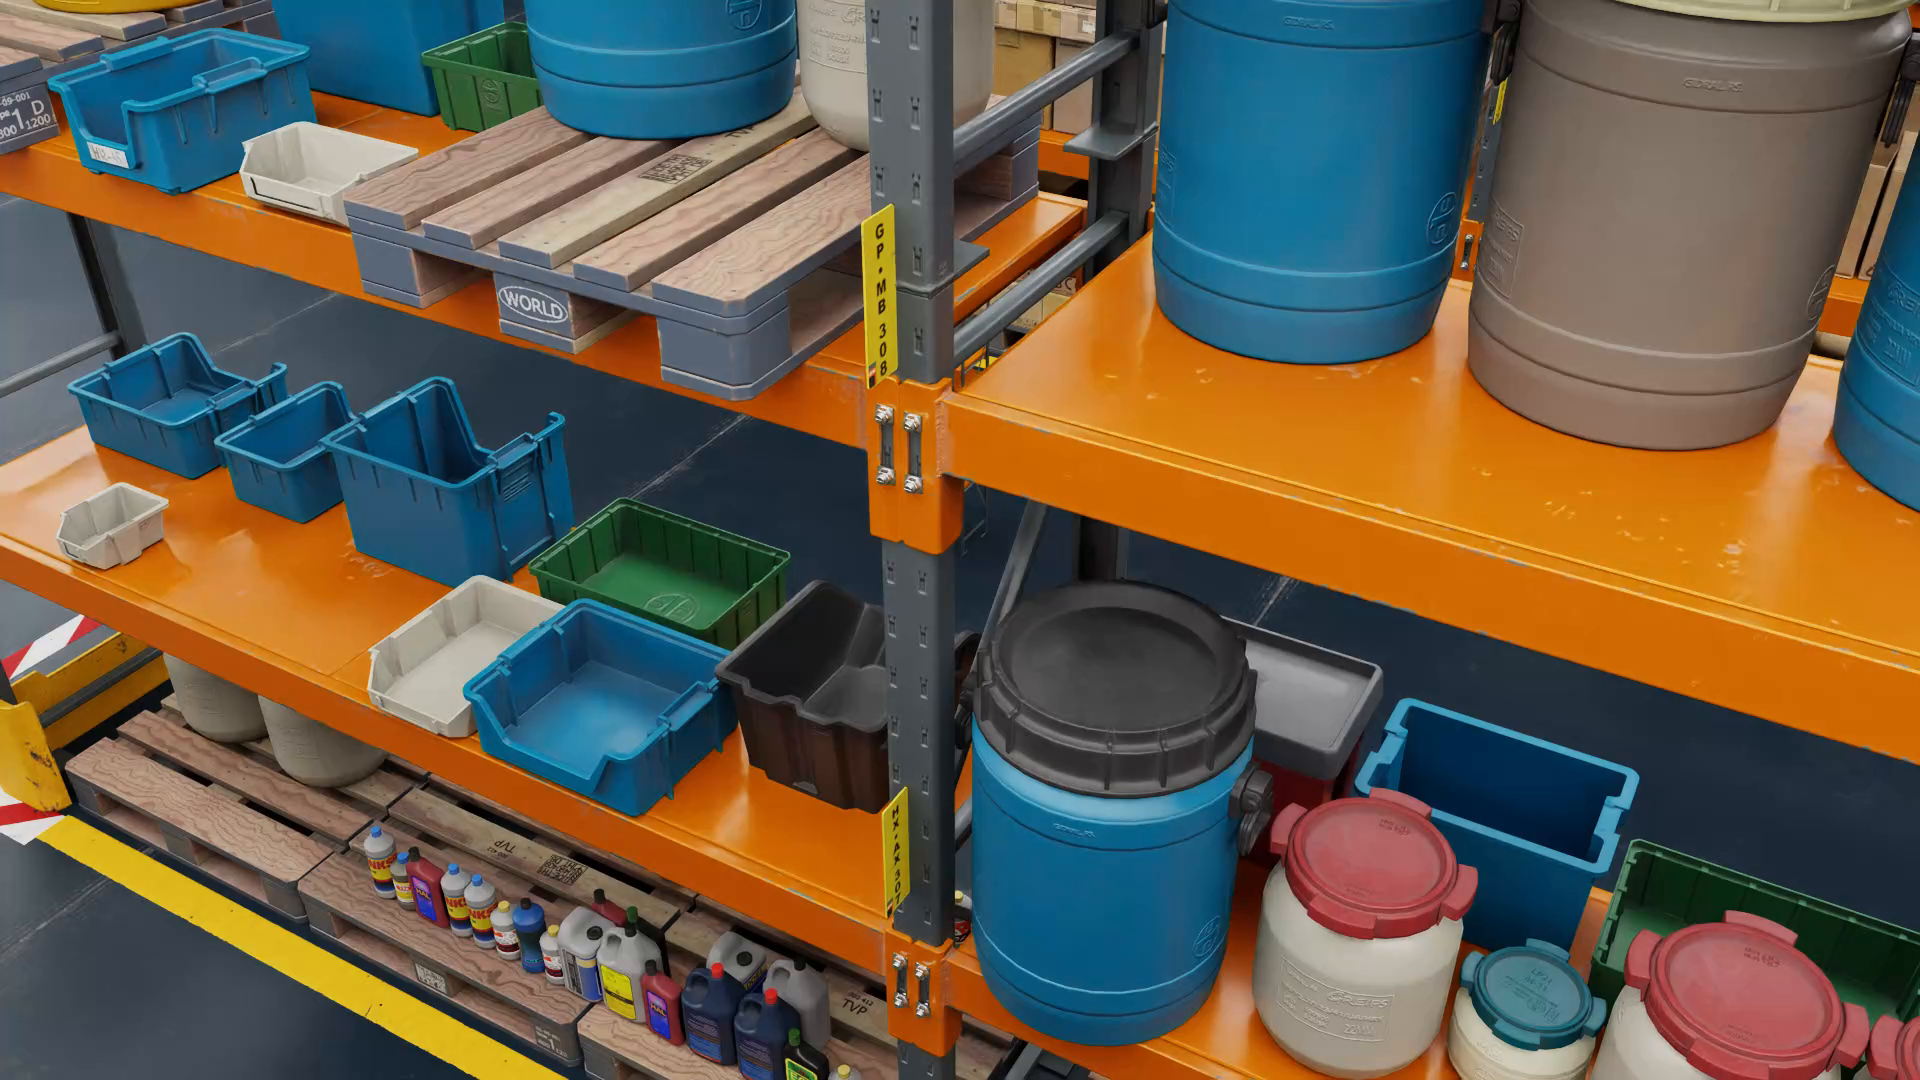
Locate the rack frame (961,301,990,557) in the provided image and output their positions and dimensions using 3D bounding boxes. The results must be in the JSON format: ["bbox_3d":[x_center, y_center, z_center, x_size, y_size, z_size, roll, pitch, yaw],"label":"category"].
[{"bbox_3d":[0.067,-0.478,7.386,0.006,1.200,0.240,18,37,24],"label":"rack frame"}]

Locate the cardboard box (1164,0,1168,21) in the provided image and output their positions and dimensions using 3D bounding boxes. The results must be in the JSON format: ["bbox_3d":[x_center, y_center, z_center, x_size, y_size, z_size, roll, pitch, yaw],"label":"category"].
[{"bbox_3d":[1.338,-2.802,7.990,0.500,0.500,0.700,18,37,24],"label":"cardboard box"}]

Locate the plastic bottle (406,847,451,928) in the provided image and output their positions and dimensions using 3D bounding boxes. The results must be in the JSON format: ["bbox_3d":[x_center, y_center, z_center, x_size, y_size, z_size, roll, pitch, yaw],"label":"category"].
[{"bbox_3d":[-1.726,1.125,5.408,0.133,0.283,0.061,18,38,25],"label":"plastic bottle"}]

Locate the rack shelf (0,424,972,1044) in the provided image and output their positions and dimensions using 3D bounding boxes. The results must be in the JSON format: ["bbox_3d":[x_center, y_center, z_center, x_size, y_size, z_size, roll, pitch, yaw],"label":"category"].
[{"bbox_3d":[-1.597,0.307,5.231,4.000,0.370,1.077,18,37,24],"label":"rack shelf"}]

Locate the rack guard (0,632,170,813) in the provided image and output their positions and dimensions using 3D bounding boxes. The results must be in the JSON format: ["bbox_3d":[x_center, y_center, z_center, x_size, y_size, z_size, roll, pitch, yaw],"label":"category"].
[{"bbox_3d":[-3.244,0.497,6.553,0.348,0.500,1.175,18,37,24],"label":"rack guard"}]

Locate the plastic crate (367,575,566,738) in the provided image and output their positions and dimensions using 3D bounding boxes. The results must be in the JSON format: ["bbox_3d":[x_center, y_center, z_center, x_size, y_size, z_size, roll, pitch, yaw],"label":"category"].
[{"bbox_3d":[-1.396,0.343,4.766,0.437,0.136,0.530,18,37,24],"label":"plastic crate"}]

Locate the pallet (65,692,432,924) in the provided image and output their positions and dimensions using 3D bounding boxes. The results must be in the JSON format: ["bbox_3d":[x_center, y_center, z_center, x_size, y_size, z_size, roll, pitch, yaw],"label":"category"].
[{"bbox_3d":[-2.541,0.843,6.294,1.213,0.211,1.003,18,37,24],"label":"pallet"}]

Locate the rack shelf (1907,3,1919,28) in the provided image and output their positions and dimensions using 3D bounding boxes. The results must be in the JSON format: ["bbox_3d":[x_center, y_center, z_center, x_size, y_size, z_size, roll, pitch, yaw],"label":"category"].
[{"bbox_3d":[6.792,-3.360,10.739,4.000,0.370,1.077,18,37,24],"label":"rack shelf"}]

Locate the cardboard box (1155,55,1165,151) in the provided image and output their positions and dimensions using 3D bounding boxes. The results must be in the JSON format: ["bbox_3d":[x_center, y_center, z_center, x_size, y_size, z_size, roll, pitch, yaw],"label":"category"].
[{"bbox_3d":[1.317,-2.267,8.358,0.500,0.500,0.700,18,38,25],"label":"cardboard box"}]

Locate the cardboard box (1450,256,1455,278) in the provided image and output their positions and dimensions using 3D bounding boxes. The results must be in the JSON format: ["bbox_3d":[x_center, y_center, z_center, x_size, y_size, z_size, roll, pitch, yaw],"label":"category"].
[{"bbox_3d":[2.353,-1.445,8.639,0.500,0.500,0.500,18,37,24],"label":"cardboard box"}]

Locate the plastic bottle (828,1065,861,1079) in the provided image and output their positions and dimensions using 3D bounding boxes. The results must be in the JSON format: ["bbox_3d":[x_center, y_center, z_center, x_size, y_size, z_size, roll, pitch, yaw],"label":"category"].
[{"bbox_3d":[-0.330,1.590,4.784,0.097,0.201,0.097,0,34,0],"label":"plastic bottle"}]

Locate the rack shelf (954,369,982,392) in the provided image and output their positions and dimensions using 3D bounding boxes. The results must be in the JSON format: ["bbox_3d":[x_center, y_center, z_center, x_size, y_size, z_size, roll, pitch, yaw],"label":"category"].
[{"bbox_3d":[-0.013,-0.666,7.315,0.180,0.103,0.258,18,37,24],"label":"rack shelf"}]

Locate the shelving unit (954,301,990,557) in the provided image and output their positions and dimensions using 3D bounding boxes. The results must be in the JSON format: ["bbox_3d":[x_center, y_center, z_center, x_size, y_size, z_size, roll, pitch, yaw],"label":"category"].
[{"bbox_3d":[-0.013,-0.503,7.423,0.189,1.200,0.258,18,37,24],"label":"shelving unit"}]

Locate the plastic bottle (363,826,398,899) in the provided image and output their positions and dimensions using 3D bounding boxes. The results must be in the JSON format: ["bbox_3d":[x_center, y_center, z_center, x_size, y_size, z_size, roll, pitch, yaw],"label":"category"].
[{"bbox_3d":[-1.914,1.059,5.518,0.097,0.271,0.097,0,34,0],"label":"plastic bottle"}]

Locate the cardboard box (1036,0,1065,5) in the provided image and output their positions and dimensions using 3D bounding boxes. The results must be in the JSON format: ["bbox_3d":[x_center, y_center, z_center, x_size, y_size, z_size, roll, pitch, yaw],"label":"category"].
[{"bbox_3d":[0.470,-3.077,8.404,0.500,0.500,0.700,18,38,25],"label":"cardboard box"}]

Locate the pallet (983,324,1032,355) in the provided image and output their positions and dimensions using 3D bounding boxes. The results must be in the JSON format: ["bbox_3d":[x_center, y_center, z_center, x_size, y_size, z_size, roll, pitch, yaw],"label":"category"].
[{"bbox_3d":[0.868,-1.238,9.418,1.213,0.211,1.003,18,37,24],"label":"pallet"}]

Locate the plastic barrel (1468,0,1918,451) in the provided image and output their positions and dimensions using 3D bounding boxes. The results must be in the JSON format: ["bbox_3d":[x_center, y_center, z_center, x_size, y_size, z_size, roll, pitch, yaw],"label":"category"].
[{"bbox_3d":[1.257,-0.684,2.912,0.600,0.901,0.600,0,34,0],"label":"plastic barrel"}]

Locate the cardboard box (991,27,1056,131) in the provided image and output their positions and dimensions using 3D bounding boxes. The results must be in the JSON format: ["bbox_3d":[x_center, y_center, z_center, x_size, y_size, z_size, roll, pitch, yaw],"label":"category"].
[{"bbox_3d":[0.413,-2.550,8.783,0.500,0.500,0.700,18,38,25],"label":"cardboard box"}]

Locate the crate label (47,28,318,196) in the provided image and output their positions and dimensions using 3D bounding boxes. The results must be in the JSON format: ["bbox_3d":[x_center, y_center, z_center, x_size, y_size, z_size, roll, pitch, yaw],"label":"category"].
[{"bbox_3d":[-1.872,-1.055,4.056,0.408,0.251,0.502,18,37,24],"label":"crate label"}]

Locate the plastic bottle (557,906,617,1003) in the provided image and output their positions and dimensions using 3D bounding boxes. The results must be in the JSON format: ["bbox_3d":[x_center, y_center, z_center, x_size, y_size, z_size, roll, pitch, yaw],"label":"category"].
[{"bbox_3d":[-1.149,1.282,5.179,0.135,0.276,0.152,18,38,25],"label":"plastic bottle"}]

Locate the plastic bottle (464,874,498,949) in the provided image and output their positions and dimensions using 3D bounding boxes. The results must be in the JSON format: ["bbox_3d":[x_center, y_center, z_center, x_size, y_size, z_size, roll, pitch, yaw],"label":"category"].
[{"bbox_3d":[-1.529,1.181,5.335,0.097,0.271,0.097,0,34,0],"label":"plastic bottle"}]

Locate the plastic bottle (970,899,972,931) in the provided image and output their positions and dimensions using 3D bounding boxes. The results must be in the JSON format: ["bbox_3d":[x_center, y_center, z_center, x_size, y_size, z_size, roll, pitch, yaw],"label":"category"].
[{"bbox_3d":[0.080,1.212,5.288,0.097,0.271,0.097,0,34,0],"label":"plastic bottle"}]

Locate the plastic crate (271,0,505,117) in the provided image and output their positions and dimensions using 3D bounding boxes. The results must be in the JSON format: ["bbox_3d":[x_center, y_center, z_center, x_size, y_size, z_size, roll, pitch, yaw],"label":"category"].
[{"bbox_3d":[-1.528,-1.404,4.461,0.575,0.384,0.392,18,37,24],"label":"plastic crate"}]

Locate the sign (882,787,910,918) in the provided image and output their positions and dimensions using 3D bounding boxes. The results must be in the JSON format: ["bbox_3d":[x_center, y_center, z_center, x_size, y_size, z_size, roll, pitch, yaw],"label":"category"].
[{"bbox_3d":[-0.143,0.705,3.736,0.005,0.325,0.100,18,37,24],"label":"sign"}]

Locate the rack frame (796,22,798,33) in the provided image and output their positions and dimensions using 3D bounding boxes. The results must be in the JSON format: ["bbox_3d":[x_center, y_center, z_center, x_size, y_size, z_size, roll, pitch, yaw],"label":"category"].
[{"bbox_3d":[-0.872,-2.925,9.436,0.127,3.000,1.000,18,37,24],"label":"rack frame"}]

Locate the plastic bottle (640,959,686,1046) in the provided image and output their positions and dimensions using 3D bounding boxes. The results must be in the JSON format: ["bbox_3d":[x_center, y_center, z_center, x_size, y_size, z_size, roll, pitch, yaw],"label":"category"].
[{"bbox_3d":[-0.891,1.390,5.011,0.133,0.283,0.061,20,39,27],"label":"plastic bottle"}]

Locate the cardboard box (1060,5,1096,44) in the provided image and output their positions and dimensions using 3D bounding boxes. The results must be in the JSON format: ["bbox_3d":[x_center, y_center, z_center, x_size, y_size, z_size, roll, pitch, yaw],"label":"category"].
[{"bbox_3d":[0.696,-2.602,8.275,0.250,0.149,0.380,18,38,25],"label":"cardboard box"}]

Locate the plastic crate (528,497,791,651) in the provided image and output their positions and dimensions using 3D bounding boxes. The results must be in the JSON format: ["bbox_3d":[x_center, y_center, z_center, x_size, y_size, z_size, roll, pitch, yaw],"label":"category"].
[{"bbox_3d":[-0.899,0.137,5.029,0.662,0.188,0.450,18,37,24],"label":"plastic crate"}]

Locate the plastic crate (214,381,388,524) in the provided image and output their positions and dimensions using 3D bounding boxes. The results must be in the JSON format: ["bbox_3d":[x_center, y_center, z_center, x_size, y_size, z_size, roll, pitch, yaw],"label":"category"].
[{"bbox_3d":[-2.189,-0.305,5.636,0.408,0.251,0.499,18,37,24],"label":"plastic crate"}]

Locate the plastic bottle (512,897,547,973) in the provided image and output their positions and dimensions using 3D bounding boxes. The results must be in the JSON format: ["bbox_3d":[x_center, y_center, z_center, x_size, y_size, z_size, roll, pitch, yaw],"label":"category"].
[{"bbox_3d":[-1.353,1.237,5.251,0.097,0.271,0.097,0,34,0],"label":"plastic bottle"}]

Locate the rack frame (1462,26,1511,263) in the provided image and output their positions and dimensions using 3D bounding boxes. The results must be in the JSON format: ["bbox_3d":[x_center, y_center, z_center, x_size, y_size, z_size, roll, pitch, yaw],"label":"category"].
[{"bbox_3d":[2.601,-1.825,7.784,0.127,3.000,1.000,18,37,24],"label":"rack frame"}]

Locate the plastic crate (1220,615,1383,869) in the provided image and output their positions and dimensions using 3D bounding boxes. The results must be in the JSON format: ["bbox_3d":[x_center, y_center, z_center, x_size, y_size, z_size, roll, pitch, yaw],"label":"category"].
[{"bbox_3d":[0.712,0.517,4.209,0.583,0.464,0.402,18,37,24],"label":"plastic crate"}]

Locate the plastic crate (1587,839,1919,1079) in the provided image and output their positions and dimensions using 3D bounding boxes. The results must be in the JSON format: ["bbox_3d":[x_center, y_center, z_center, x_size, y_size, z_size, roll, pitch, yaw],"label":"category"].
[{"bbox_3d":[1.792,0.989,3.749,0.662,0.188,0.450,18,37,24],"label":"plastic crate"}]

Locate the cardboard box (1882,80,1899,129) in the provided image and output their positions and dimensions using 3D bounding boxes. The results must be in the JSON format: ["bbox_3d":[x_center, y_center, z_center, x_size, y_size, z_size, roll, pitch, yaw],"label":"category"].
[{"bbox_3d":[6.176,-3.040,11.467,0.500,0.500,0.700,17,37,23],"label":"cardboard box"}]

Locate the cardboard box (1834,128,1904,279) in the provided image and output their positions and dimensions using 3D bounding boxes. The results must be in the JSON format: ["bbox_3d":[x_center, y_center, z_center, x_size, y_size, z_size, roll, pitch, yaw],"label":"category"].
[{"bbox_3d":[3.717,-1.502,7.210,0.500,0.500,0.500,20,39,28],"label":"cardboard box"}]

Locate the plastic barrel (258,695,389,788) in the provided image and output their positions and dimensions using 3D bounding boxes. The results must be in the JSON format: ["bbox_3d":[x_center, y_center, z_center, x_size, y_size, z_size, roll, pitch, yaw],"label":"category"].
[{"bbox_3d":[-2.289,0.601,6.007,0.421,0.512,0.421,0,34,0],"label":"plastic barrel"}]

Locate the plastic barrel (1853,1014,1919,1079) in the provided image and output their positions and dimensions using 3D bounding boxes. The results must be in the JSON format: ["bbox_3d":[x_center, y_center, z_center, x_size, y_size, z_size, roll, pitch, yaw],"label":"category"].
[{"bbox_3d":[1.874,1.191,3.133,0.433,0.535,0.433,0,34,0],"label":"plastic barrel"}]

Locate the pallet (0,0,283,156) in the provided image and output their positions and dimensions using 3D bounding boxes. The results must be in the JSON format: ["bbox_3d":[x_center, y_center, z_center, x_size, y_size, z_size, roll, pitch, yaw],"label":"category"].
[{"bbox_3d":[-2.663,-1.437,4.666,1.213,0.211,1.003,18,37,24],"label":"pallet"}]

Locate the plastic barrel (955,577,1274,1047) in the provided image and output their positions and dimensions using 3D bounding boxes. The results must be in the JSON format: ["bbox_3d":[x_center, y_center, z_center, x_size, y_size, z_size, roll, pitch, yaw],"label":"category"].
[{"bbox_3d":[0.325,0.601,3.688,0.708,0.901,0.600,18,37,24],"label":"plastic barrel"}]

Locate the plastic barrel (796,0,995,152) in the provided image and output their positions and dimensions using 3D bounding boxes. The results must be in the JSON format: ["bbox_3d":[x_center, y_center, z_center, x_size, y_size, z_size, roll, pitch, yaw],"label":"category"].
[{"bbox_3d":[-0.137,-1.125,3.547,0.421,0.512,0.421,0,34,0],"label":"plastic barrel"}]

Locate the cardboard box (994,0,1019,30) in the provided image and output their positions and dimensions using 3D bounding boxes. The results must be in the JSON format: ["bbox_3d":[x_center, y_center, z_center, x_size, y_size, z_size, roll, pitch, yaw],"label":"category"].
[{"bbox_3d":[0.259,-2.742,8.485,0.250,0.149,0.380,16,37,23],"label":"cardboard box"}]

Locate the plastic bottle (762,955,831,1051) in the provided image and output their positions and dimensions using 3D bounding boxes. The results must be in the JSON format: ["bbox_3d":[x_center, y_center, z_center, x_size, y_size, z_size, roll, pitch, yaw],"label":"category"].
[{"bbox_3d":[-0.491,1.370,4.980,0.185,0.351,0.144,18,37,24],"label":"plastic bottle"}]

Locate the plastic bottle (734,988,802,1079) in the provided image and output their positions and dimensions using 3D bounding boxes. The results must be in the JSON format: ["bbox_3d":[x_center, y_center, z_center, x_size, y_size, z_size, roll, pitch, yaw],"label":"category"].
[{"bbox_3d":[-0.562,1.439,4.876,0.185,0.351,0.144,17,37,23],"label":"plastic bottle"}]

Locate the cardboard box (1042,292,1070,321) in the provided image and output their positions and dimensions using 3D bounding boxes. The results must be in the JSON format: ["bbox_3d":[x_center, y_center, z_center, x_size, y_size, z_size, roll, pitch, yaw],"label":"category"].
[{"bbox_3d":[0.785,-1.287,9.079,0.500,0.250,0.500,18,37,24],"label":"cardboard box"}]

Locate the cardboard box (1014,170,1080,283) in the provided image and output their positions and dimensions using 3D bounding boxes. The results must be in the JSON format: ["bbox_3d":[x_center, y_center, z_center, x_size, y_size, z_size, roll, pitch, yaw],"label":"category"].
[{"bbox_3d":[0.359,-1.745,9.089,0.500,0.500,0.500,18,37,24],"label":"cardboard box"}]

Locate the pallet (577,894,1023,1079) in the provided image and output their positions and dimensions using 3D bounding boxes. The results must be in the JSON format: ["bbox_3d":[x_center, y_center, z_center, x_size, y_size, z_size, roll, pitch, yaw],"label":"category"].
[{"bbox_3d":[-0.423,1.514,5.286,1.213,0.211,1.003,18,37,24],"label":"pallet"}]

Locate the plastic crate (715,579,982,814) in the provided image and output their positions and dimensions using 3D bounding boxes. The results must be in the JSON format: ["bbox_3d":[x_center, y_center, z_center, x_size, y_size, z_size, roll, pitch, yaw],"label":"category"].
[{"bbox_3d":[-0.252,0.379,4.531,0.504,0.338,0.767,18,37,24],"label":"plastic crate"}]

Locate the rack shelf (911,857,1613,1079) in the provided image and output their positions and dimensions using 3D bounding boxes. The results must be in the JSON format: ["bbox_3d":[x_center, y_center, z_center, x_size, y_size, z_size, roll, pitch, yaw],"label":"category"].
[{"bbox_3d":[1.876,1.407,3.579,4.000,0.370,1.077,18,37,24],"label":"rack shelf"}]

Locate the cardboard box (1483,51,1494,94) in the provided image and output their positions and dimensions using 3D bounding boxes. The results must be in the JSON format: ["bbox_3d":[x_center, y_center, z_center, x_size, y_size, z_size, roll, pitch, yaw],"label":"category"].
[{"bbox_3d":[2.258,-2.108,7.534,0.250,0.149,0.380,18,37,24],"label":"cardboard box"}]

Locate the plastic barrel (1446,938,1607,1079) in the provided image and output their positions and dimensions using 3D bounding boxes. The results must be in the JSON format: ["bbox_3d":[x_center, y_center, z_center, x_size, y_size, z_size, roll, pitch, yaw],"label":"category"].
[{"bbox_3d":[1.213,1.053,3.587,0.301,0.262,0.301,0,34,0],"label":"plastic barrel"}]

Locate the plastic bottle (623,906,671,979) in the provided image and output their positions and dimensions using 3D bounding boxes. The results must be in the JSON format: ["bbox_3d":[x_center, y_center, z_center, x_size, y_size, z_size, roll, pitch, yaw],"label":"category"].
[{"bbox_3d":[-0.981,1.269,5.192,0.133,0.283,0.061,18,37,24],"label":"plastic bottle"}]

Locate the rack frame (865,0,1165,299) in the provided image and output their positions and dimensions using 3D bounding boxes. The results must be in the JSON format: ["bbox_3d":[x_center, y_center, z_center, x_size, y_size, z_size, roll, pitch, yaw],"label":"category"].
[{"bbox_3d":[0.140,-1.939,2.543,0.127,3.000,1.000,18,37,24],"label":"rack frame"}]
